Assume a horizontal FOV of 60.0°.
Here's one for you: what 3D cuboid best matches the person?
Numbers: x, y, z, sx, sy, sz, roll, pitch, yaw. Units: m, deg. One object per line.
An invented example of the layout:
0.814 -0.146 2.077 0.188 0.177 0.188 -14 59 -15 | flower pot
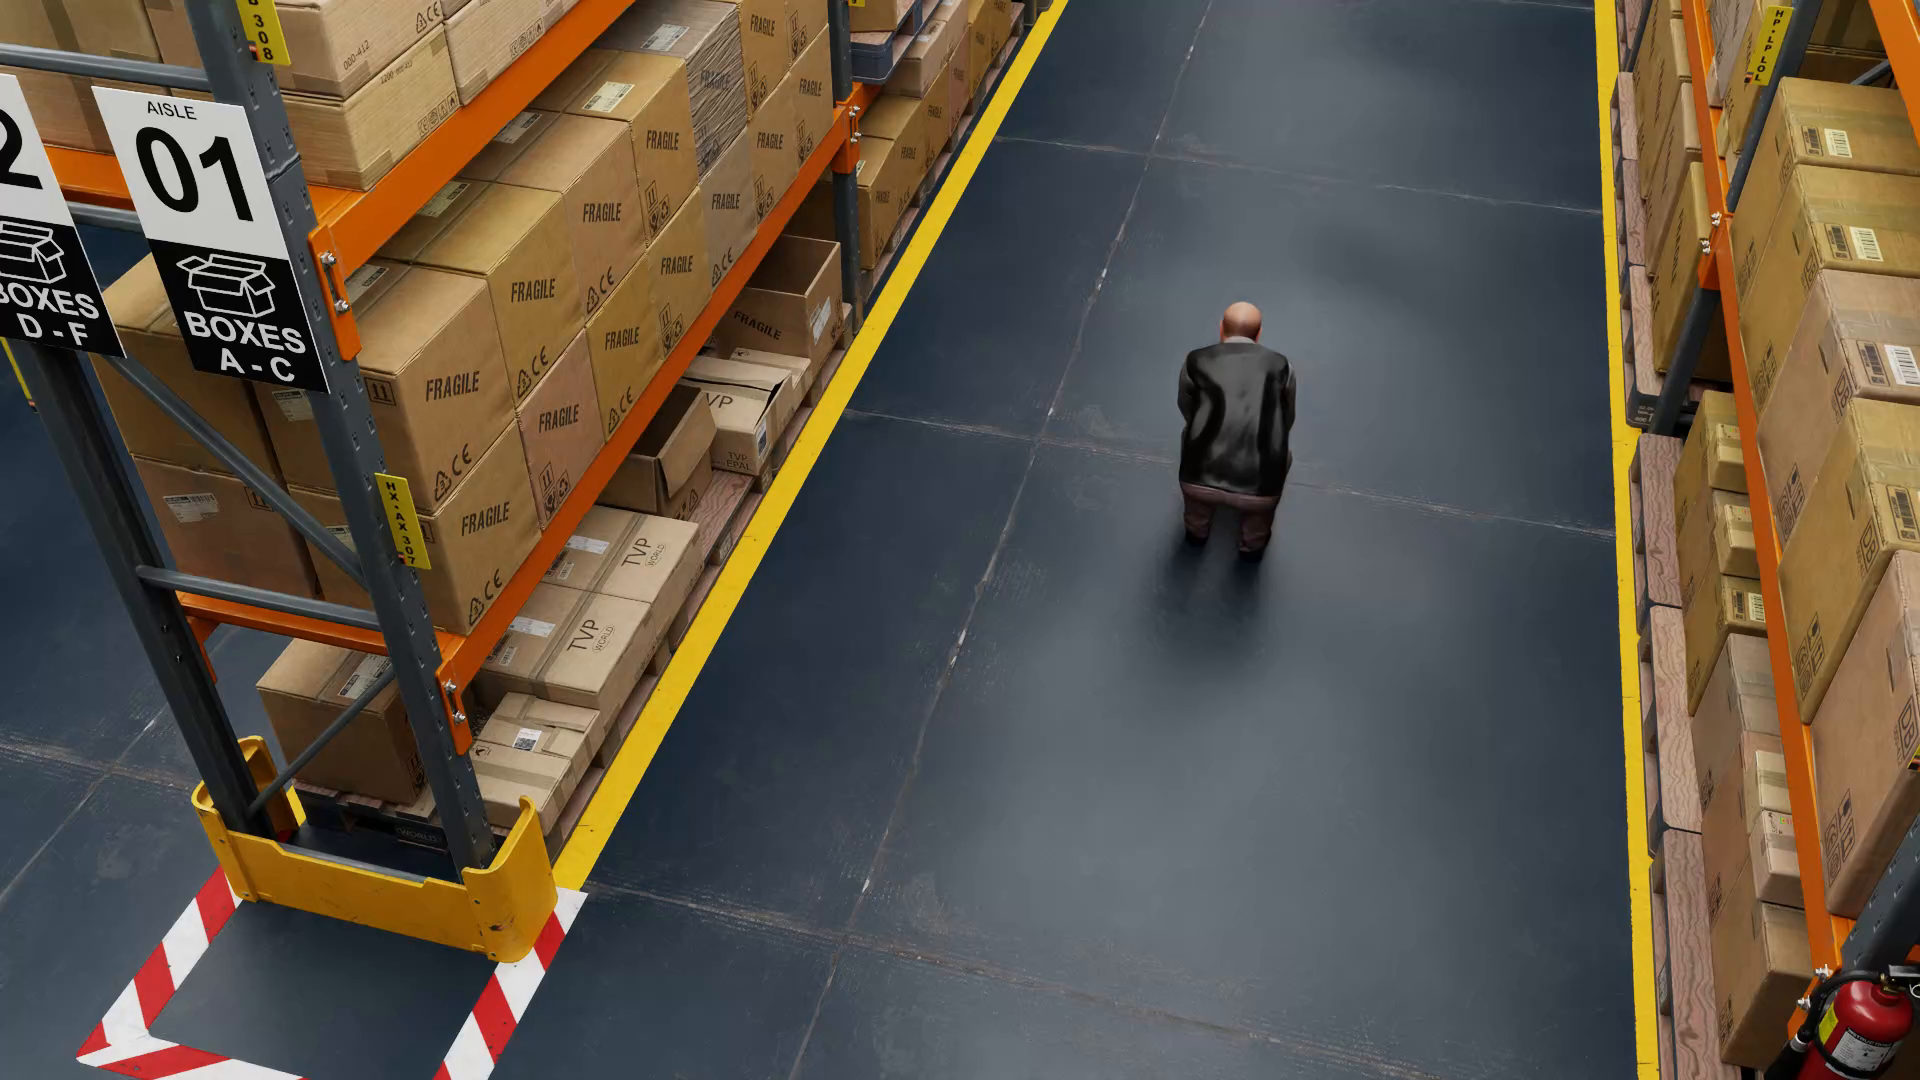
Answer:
1.195 -0.454 7.288 0.544 0.966 0.852 10 42 11 | person
